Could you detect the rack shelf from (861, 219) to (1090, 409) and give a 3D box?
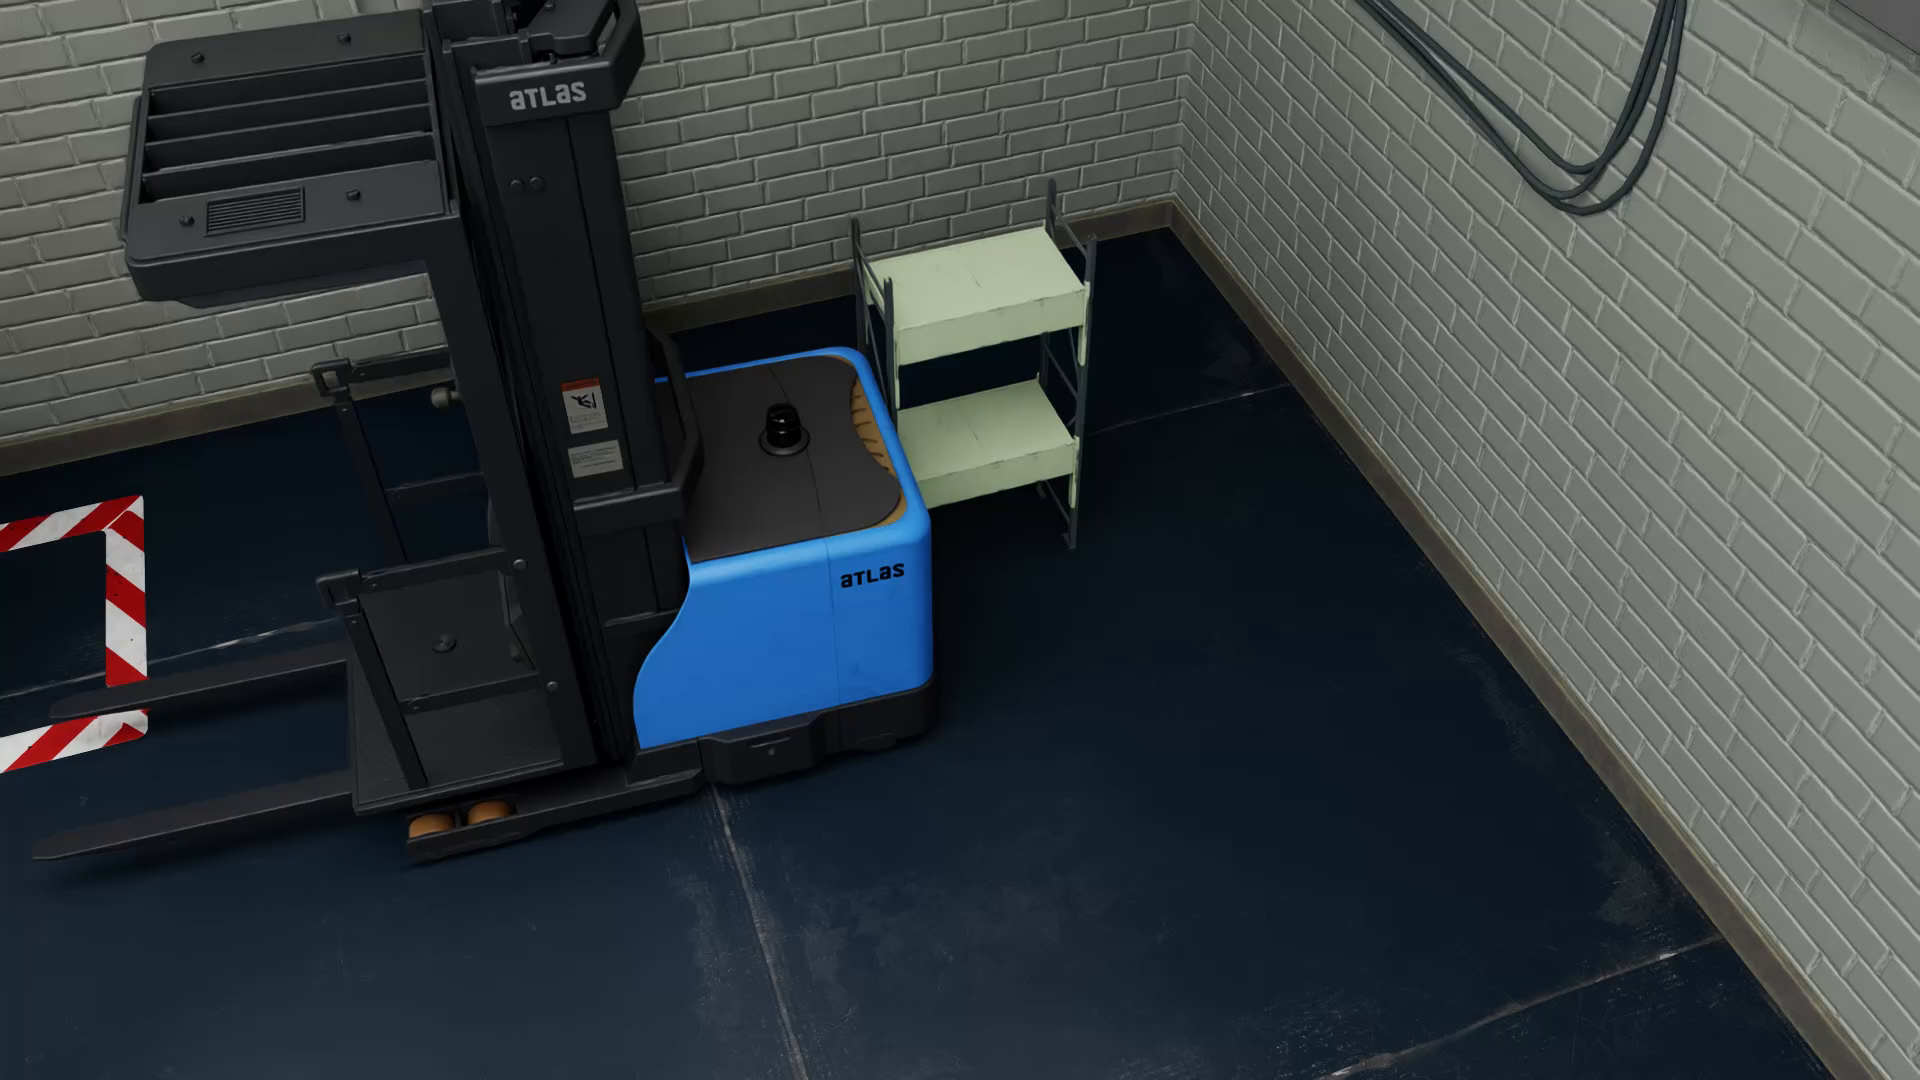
[{"bbox_3d":[0.045,-0.814,5.951,0.720,0.370,0.431,-14,47,-14],"label":"rack shelf"}]

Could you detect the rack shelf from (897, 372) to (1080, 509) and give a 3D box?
[{"bbox_3d":[0.045,-0.308,6.459,0.720,0.370,0.431,-14,47,-14],"label":"rack shelf"}]

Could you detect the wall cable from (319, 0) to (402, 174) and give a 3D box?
[{"bbox_3d":[-3.074,-1.906,5.814,1.851,1.984,0.084,-14,47,-14],"label":"wall cable"}]

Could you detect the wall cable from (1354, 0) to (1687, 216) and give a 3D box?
[{"bbox_3d":[1.484,-2.753,5.332,0.112,2.526,3.097,-14,47,-14],"label":"wall cable"}]

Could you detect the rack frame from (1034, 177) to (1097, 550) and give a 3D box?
[{"bbox_3d":[0.389,-0.626,6.315,0.023,1.500,0.400,-14,47,-14],"label":"rack frame"}]

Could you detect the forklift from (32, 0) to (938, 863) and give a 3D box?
[{"bbox_3d":[-1.655,-0.367,5.046,3.031,2.935,1.130,-12,46,-11],"label":"forklift"}]

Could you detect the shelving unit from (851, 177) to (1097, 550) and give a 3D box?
[{"bbox_3d":[0.045,-0.539,6.228,0.755,1.500,0.431,-14,47,-14],"label":"shelving unit"}]

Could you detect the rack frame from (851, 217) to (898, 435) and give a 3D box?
[{"bbox_3d":[-0.300,-0.451,6.140,0.023,1.500,0.400,-14,47,-14],"label":"rack frame"}]
